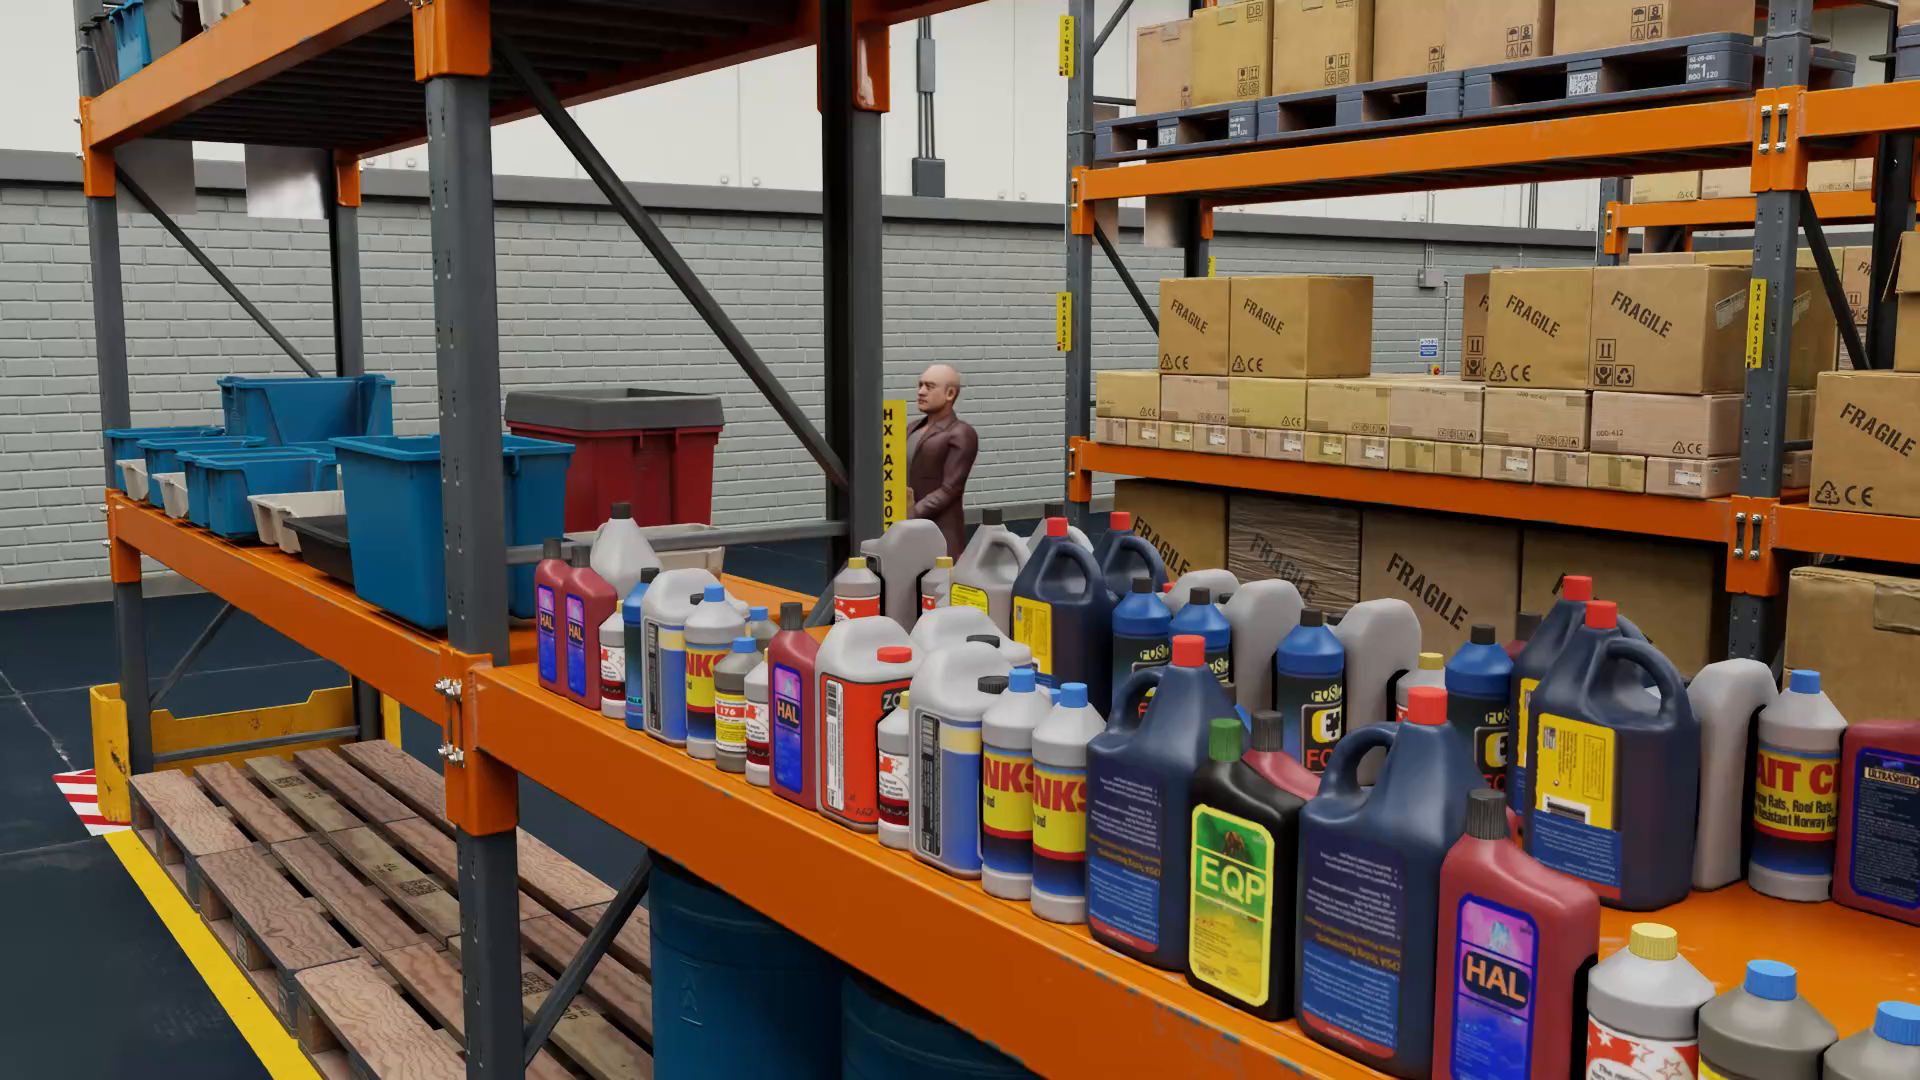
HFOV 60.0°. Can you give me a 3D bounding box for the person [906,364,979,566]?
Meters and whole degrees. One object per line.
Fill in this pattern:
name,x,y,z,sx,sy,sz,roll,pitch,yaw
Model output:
person,-0.236,0.050,7.976,0.554,1.774,0.533,-6,9,-36
